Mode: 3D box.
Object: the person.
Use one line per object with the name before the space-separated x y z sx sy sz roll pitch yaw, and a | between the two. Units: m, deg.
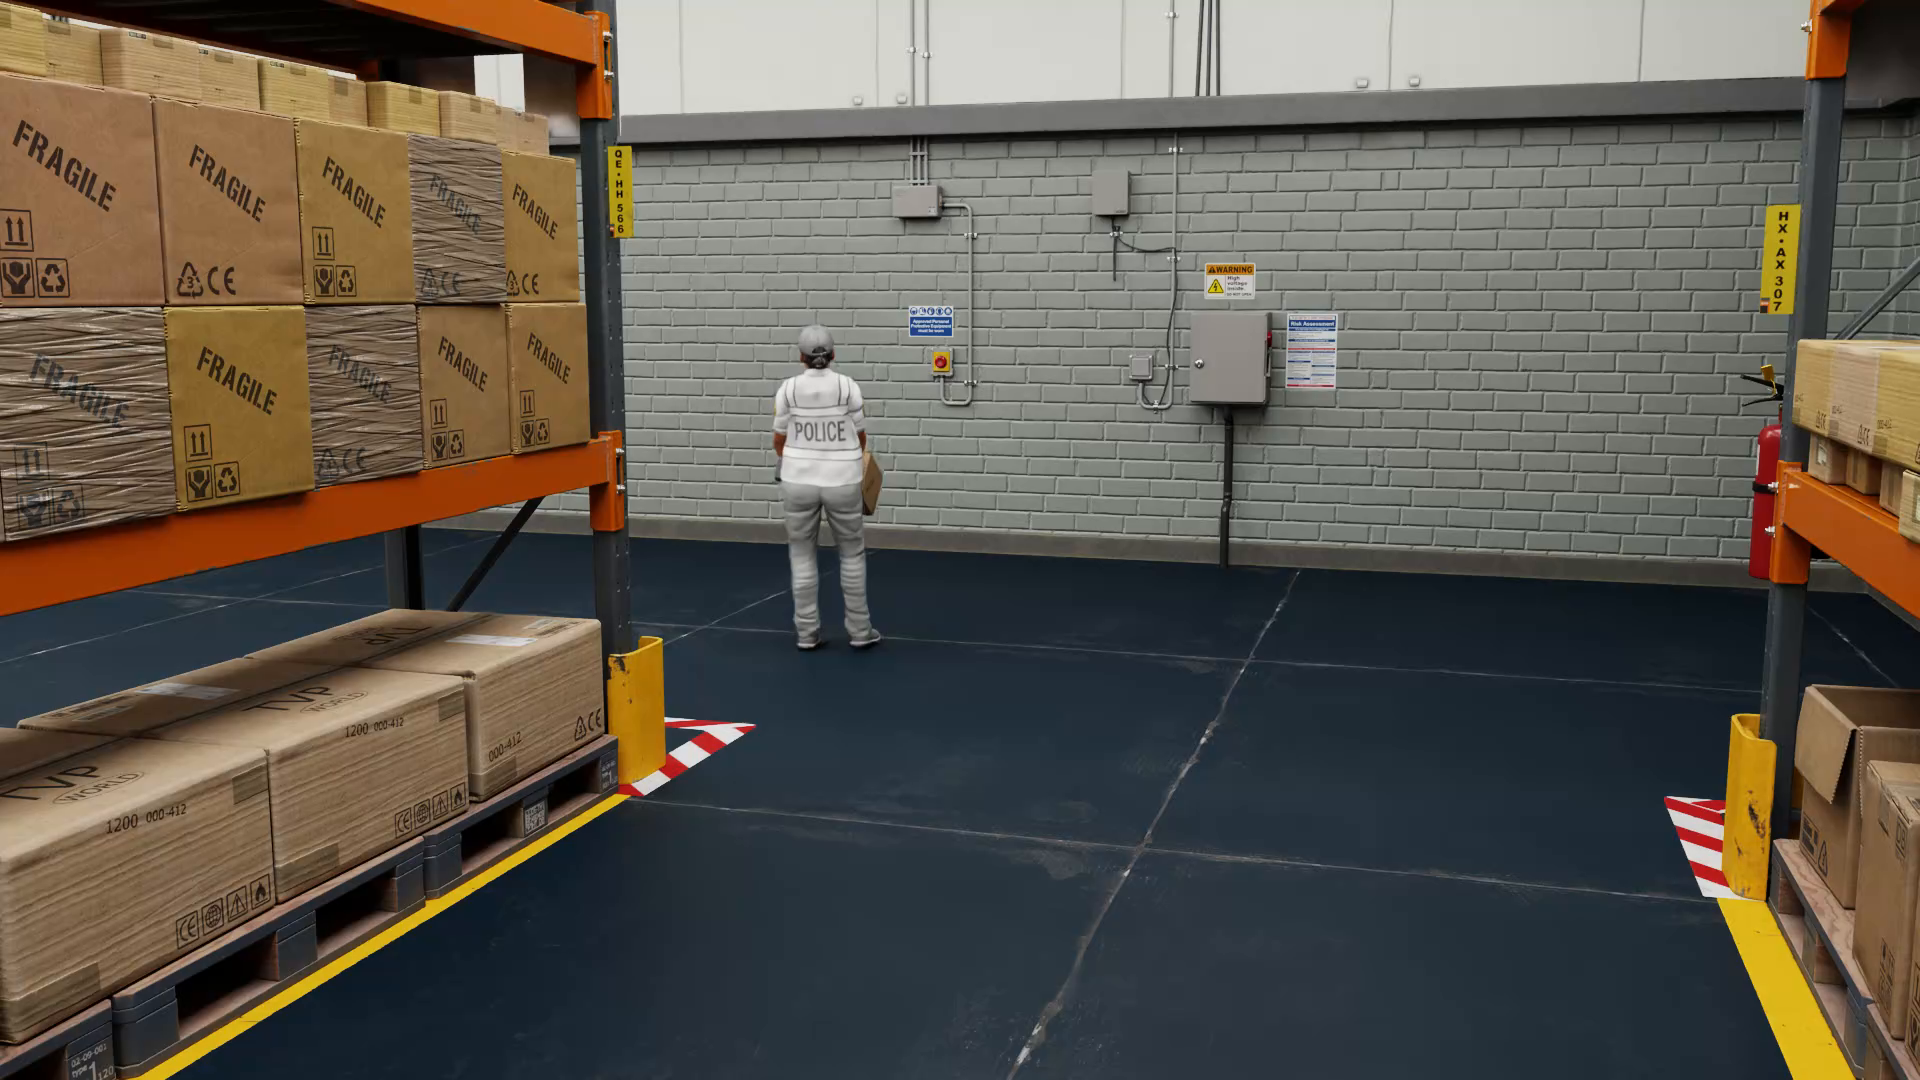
person | -0.688 -0.268 8.584 0.547 1.674 0.462 0 8 -3
